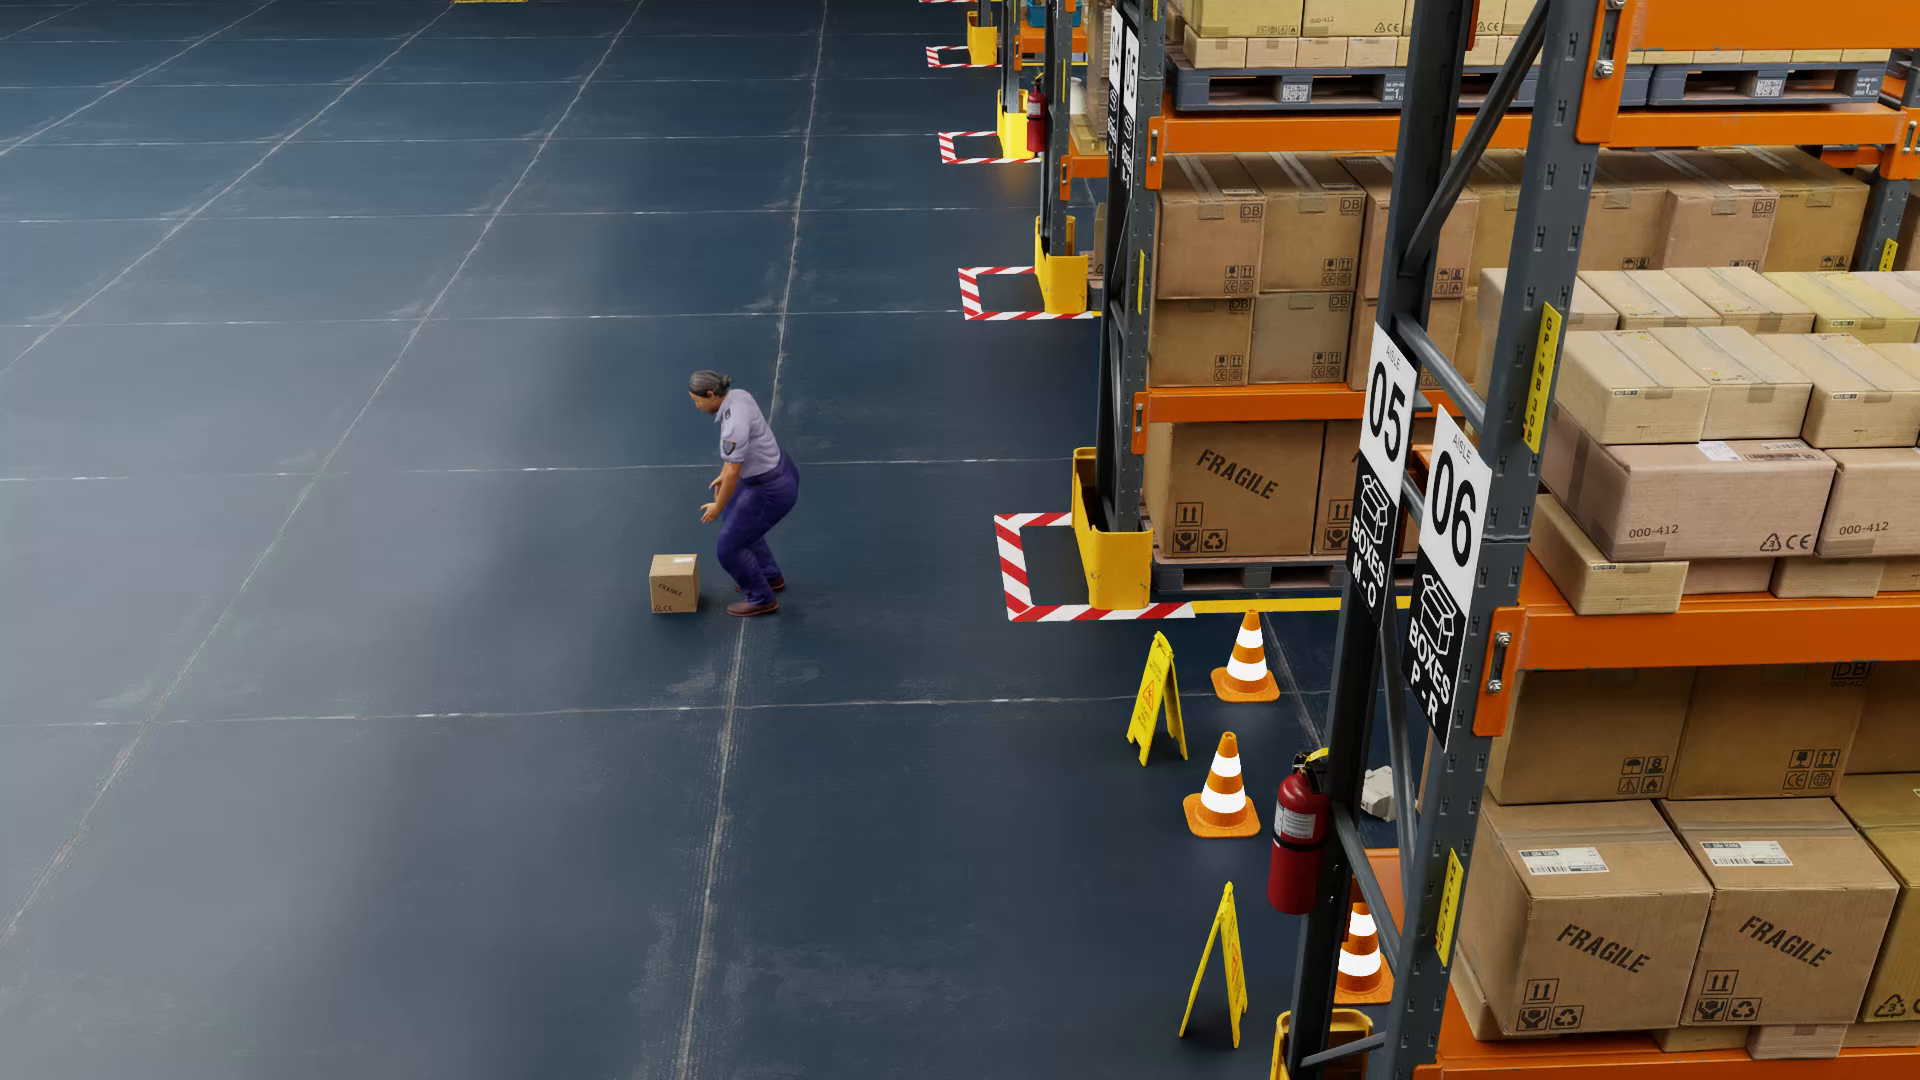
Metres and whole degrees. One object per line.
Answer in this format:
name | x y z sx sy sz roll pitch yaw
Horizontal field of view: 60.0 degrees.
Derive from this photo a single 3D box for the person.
person | -1.194 -0.277 9.370 0.573 1.469 0.528 -1 28 -2
